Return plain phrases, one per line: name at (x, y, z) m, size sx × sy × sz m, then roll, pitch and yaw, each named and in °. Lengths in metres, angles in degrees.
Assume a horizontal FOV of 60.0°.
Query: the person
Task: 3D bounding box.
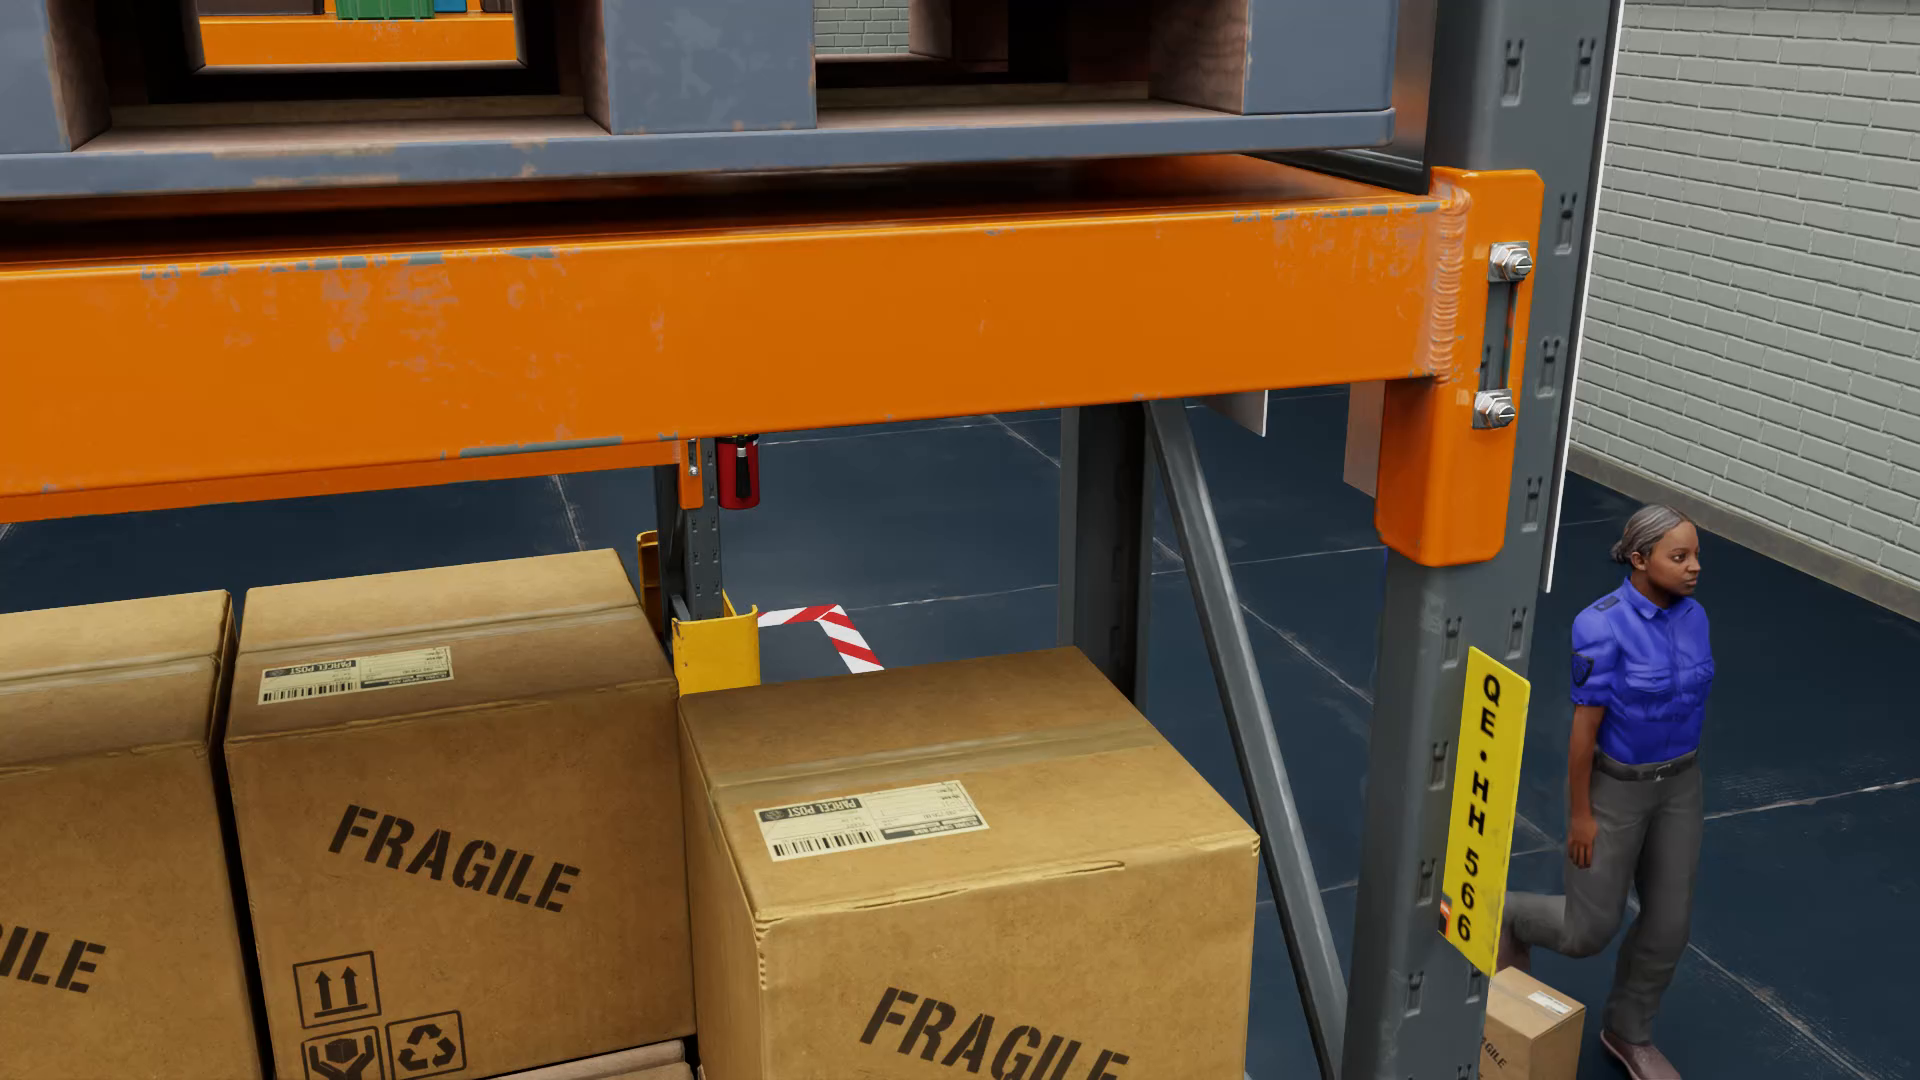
person at (1.813, 0.683, 4.588) m, size 0.447 × 1.645 × 0.651 m, roll -7°, pitch 20°, yaw -18°
